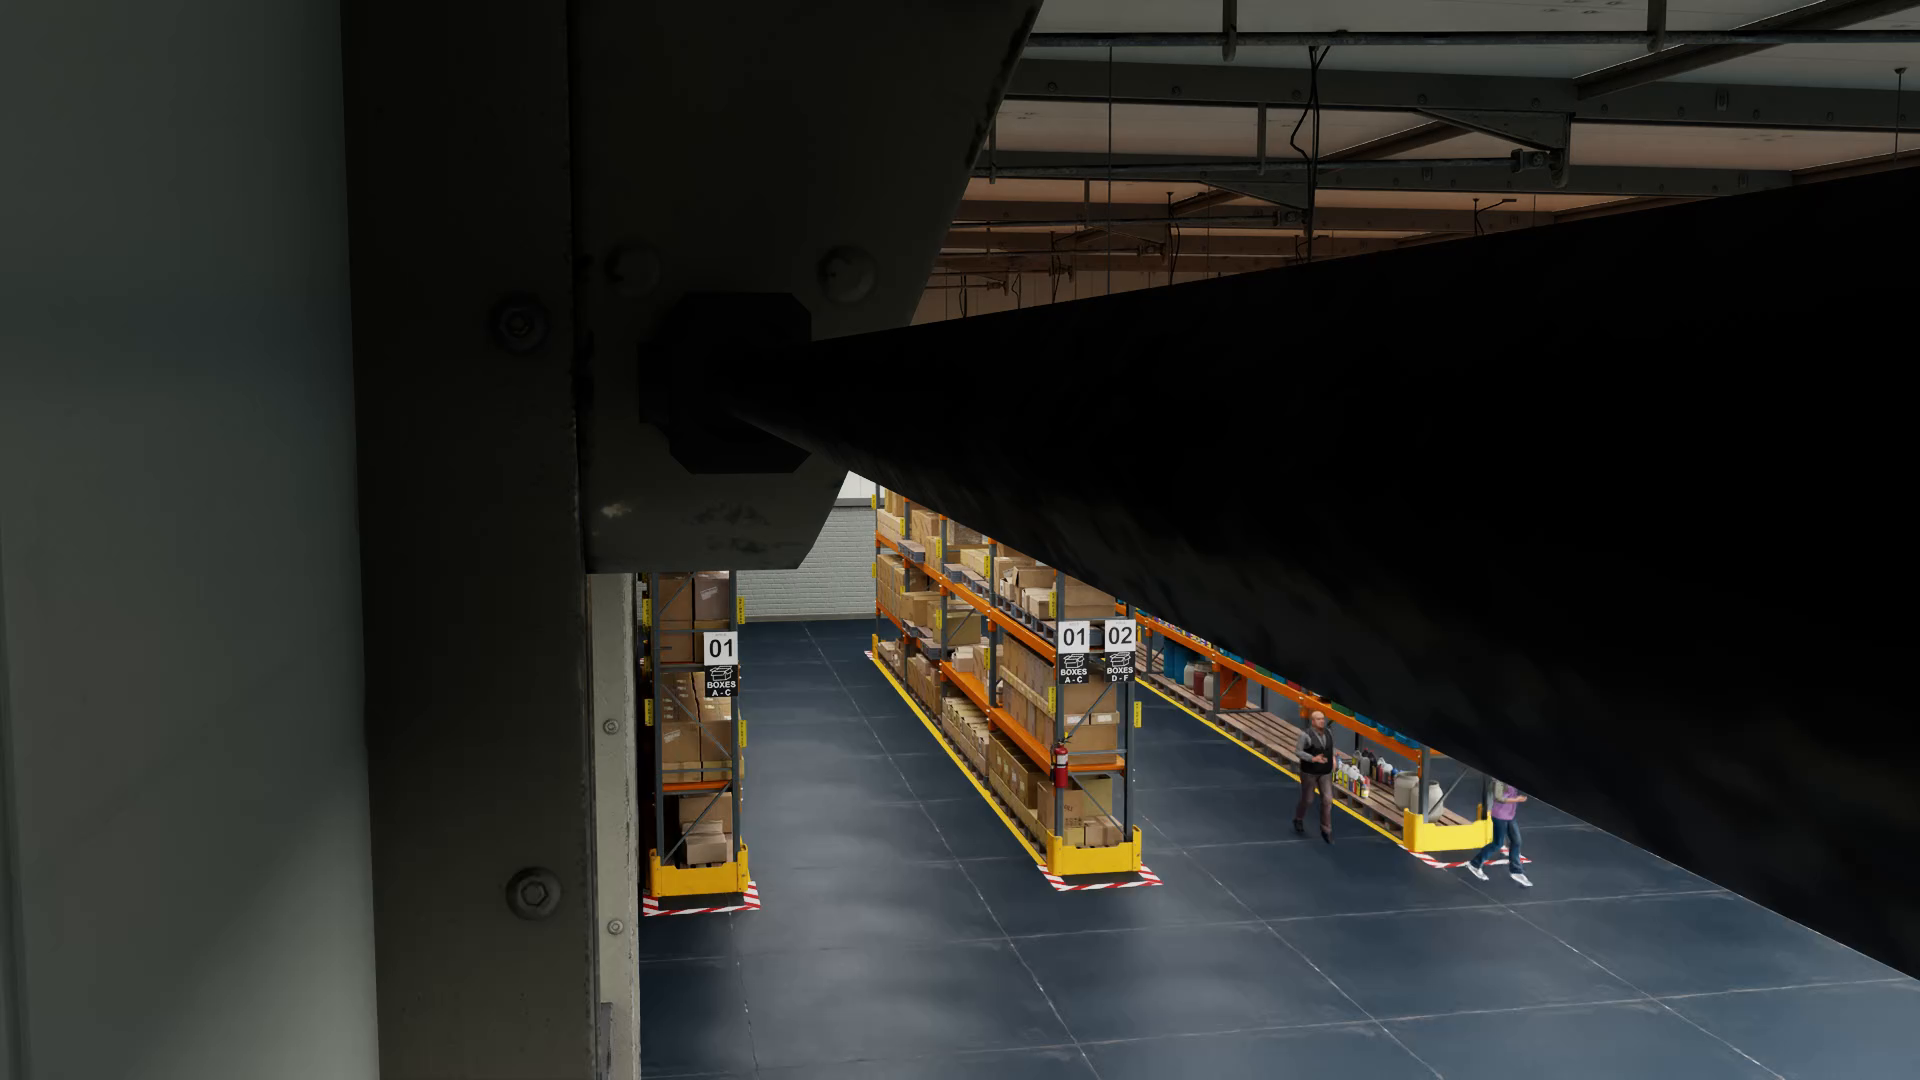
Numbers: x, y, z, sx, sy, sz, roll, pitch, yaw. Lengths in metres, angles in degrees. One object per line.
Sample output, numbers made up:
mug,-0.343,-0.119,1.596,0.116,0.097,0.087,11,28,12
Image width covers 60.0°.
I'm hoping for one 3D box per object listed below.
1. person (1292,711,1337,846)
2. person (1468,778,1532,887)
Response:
person,4.796,3.175,22.443,0.671,1.776,0.817,-2,6,-17
person,6.659,3.427,20.426,0.748,1.626,0.545,3,7,29
